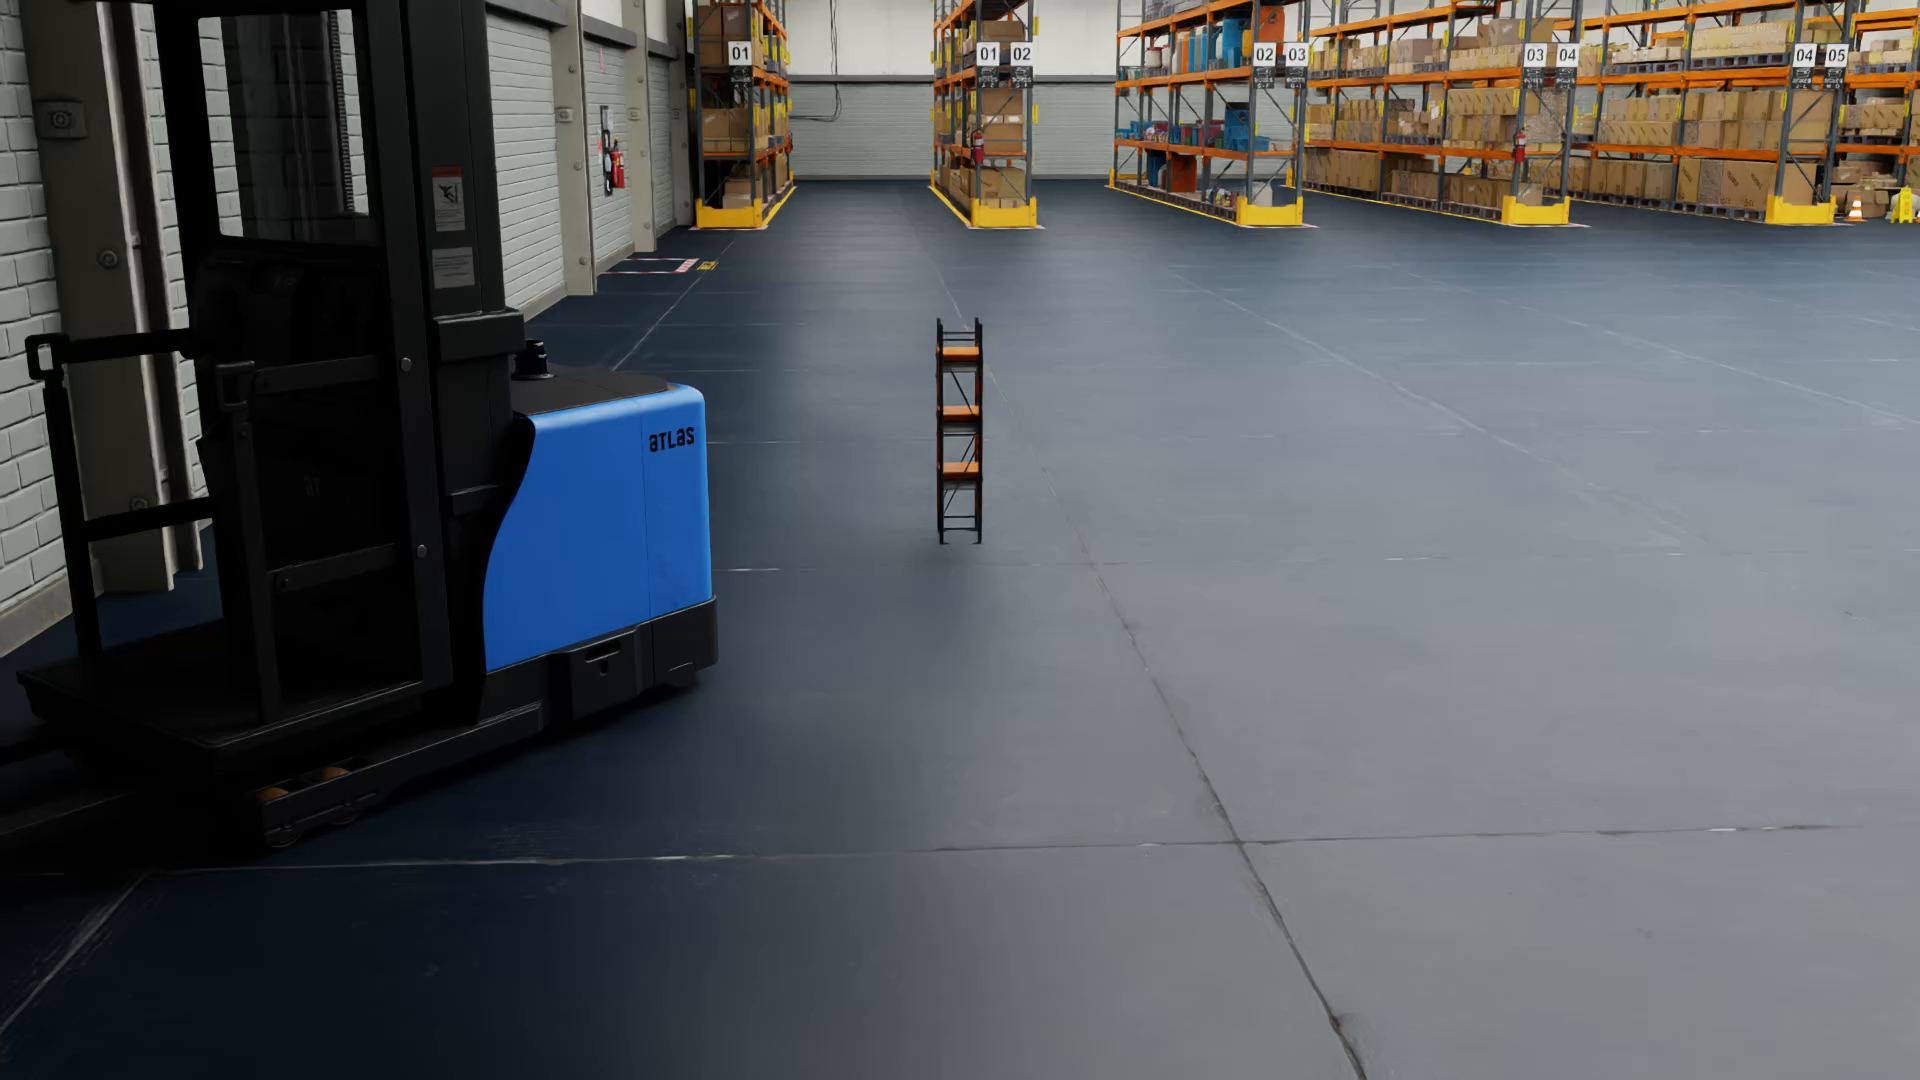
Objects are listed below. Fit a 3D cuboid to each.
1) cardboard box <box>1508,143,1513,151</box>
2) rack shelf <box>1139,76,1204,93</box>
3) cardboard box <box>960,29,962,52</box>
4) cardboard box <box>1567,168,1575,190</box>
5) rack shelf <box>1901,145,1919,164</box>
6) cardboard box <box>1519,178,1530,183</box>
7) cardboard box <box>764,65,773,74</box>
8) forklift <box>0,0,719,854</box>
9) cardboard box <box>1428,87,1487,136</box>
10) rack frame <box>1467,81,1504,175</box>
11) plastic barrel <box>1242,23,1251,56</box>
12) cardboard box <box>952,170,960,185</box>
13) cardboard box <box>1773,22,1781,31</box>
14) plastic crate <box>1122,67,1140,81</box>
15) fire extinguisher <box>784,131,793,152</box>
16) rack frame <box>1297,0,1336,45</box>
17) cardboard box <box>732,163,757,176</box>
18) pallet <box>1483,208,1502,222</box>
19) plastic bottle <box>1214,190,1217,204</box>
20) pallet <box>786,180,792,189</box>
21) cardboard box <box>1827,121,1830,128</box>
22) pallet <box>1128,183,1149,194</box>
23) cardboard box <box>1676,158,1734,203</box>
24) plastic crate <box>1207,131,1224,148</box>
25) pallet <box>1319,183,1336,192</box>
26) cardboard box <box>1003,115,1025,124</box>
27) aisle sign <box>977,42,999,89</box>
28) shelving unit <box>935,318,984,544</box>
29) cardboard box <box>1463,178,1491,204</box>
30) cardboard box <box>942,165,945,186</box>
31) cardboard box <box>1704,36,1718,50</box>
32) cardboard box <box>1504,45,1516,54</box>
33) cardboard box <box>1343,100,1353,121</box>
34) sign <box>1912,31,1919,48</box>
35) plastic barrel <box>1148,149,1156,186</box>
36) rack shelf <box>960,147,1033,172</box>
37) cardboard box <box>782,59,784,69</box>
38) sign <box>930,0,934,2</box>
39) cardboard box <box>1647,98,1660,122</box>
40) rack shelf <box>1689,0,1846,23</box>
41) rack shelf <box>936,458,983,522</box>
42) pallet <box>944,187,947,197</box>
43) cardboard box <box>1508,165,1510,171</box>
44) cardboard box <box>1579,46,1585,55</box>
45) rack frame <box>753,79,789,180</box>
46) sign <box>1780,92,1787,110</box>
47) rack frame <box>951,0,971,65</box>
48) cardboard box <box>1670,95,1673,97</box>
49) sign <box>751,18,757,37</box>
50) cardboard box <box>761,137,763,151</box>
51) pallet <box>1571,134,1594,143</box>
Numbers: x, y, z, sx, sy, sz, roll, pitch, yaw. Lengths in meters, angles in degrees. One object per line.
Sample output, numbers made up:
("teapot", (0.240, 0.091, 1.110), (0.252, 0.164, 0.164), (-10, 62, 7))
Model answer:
("cardboard box", (10.437, -7.325, 30.980), (0.380, 0.149, 0.250), (-1, 14, -3))
("rack shelf", (5.112, -10.832, 39.528), (1.077, 0.370, 4.000), (-1, 14, -3))
("cardboard box", (0.271, -11.248, 37.497), (0.500, 0.500, 0.500), (-1, 14, -3))
("cardboard box", (14.806, -8.639, 39.758), (0.500, 0.500, 0.500), (0, 14, -1))
("rack shelf", (20.442, -7.619, 33.061), (1.077, 0.370, 4.000), (-1, 14, -3))
("cardboard box", (14.524, -9.268, 42.904), (0.380, 0.149, 0.250), (-1, 14, -3))
("cardboard box", (-4.338, -10.321, 36.240), (0.500, 0.311, 0.500), (-1, 14, -3))
("forklift", (-2.156, -0.692, 4.832), (1.130, 2.935, 3.031), (10, 18, 35))
("cardboard box", (10.518, -9.005, 34.959), (1.000, 1.000, 1.000), (-1, 14, -3))
("rack frame", (14.641, -11.347, 46.109), (1.000, 3.000, 0.127), (-1, 14, -3))
("plastic barrel", (5.534, -9.269, 30.791), (0.600, 0.588, 0.600), (0, 14, 0))
("cardboard box", (0.102, -7.905, 36.282), (0.500, 0.311, 0.500), (-1, 14, -5))
("cardboard box", (15.258, -9.478, 30.684), (0.380, 0.149, 0.250), (-1, 14, -3))
("plastic crate", (4.561, -12.258, 43.753), (0.504, 0.338, 0.767), (-1, 14, -3))
("fire extinguisher", (-4.696, -10.893, 45.247), (0.296, 0.674, 0.183), (-1, 14, -3))
("rack frame", (9.684, -14.201, 45.162), (1.000, 3.000, 0.127), (-1, 14, -3))
("cardboard box", (-4.497, -7.740, 34.718), (0.500, 0.250, 0.500), (-1, 14, -5))
("pallet", (10.656, -6.188, 31.652), (1.003, 0.211, 1.213), (-1, 14, -3))
("plastic bottle", (5.100, -6.837, 33.147), (0.061, 0.283, 0.133), (0, 14, -1))
("pallet", (-5.020, -9.518, 44.597), (1.003, 0.211, 1.213), (-1, 14, -3))
("cardboard box", (19.907, -9.610, 37.717), (0.500, 0.500, 0.500), (0, 14, -1))
("pallet", (4.904, -9.056, 42.802), (1.003, 0.211, 1.213), (-1, 14, -3))
("cardboard box", (15.353, -7.380, 34.110), (0.875, 0.875, 0.875), (-1, 14, -3))
("plastic crate", (5.390, -8.073, 33.507), (0.767, 0.338, 0.504), (-1, 14, -3))
("pallet", (9.963, -9.141, 43.130), (1.003, 0.211, 1.213), (-1, 14, -3))
("cardboard box", (0.978, -7.628, 30.152), (0.380, 0.149, 0.250), (-1, 14, -4))
("aisle sign", (0.499, -8.403, 29.448), (0.394, 0.787, 0.004), (-1, 14, -3))
("shelving unit", (-0.003, -0.522, 7.947), (0.215, 1.050, 0.252), (-1, 14, -3))
("cardboard box", (10.455, -7.062, 33.627), (0.500, 0.500, 0.500), (4, 15, 14))
("cardboard box", (-0.169, -9.028, 41.227), (0.500, 0.500, 0.500), (-2, 15, -6))
("cardboard box", (15.168, -9.887, 33.076), (0.500, 0.250, 0.500), (-1, 14, -4))
("cardboard box", (10.321, -9.087, 30.805), (0.380, 0.149, 0.250), (-2, 15, -6))
("cardboard box", (9.980, -10.677, 41.288), (0.797, 0.503, 0.637), (-1, 14, -5))
("sign", (19.765, -10.349, 34.381), (0.100, 0.325, 0.005), (-1, 14, -3))
("plastic barrel", (5.005, -9.276, 41.428), (0.600, 0.901, 0.708), (-1, 14, -3))
("rack shelf", (0.664, -7.314, 31.876), (1.077, 0.370, 4.000), (-1, 14, -3))
("cardboard box", (-4.697, -12.006, 41.908), (0.500, 0.250, 0.500), (-1, 14, -5))
("sign", (-0.745, -14.532, 44.412), (0.100, 0.325, 0.005), (-1, 14, -3))
("cardboard box", (15.283, -9.273, 35.838), (0.700, 0.500, 0.500), (-1, 14, -3))
("rack shelf", (15.508, -10.229, 31.969), (1.077, 0.370, 4.000), (-1, 14, -3))
("rack shelf", (-0.003, -0.242, 8.019), (0.215, 0.259, 0.240), (-1, 14, -3))
("pallet", (0.132, -8.597, 41.016), (1.003, 0.211, 1.213), (-1, 14, -3))
("cardboard box", (14.590, -9.738, 43.540), (0.380, 0.149, 0.250), (0, 14, -2))
("cardboard box", (14.752, -11.646, 39.512), (0.396, 0.266, 0.258), (-1, 14, -3))
("rack frame", (-5.147, -11.066, 45.018), (1.000, 3.000, 0.127), (-1, 14, -3))
("sign", (15.090, -8.039, 30.451), (0.100, 0.325, 0.005), (-1, 14, -3))
("rack frame", (0.292, -12.060, 36.838), (1.000, 3.000, 0.127), (-1, 14, -3))
("cardboard box", (19.413, -11.943, 44.915), (0.380, 0.149, 0.250), (-1, 14, -3))
("sign", (-3.615, -8.972, 29.102), (0.100, 0.325, 0.005), (-1, 14, -3))
("cardboard box", (-3.942, -7.406, 31.053), (0.500, 0.250, 0.500), (-1, 14, -4))
("pallet", (14.986, -9.440, 39.083), (1.213, 0.211, 1.003), (-1, 14, -3))
